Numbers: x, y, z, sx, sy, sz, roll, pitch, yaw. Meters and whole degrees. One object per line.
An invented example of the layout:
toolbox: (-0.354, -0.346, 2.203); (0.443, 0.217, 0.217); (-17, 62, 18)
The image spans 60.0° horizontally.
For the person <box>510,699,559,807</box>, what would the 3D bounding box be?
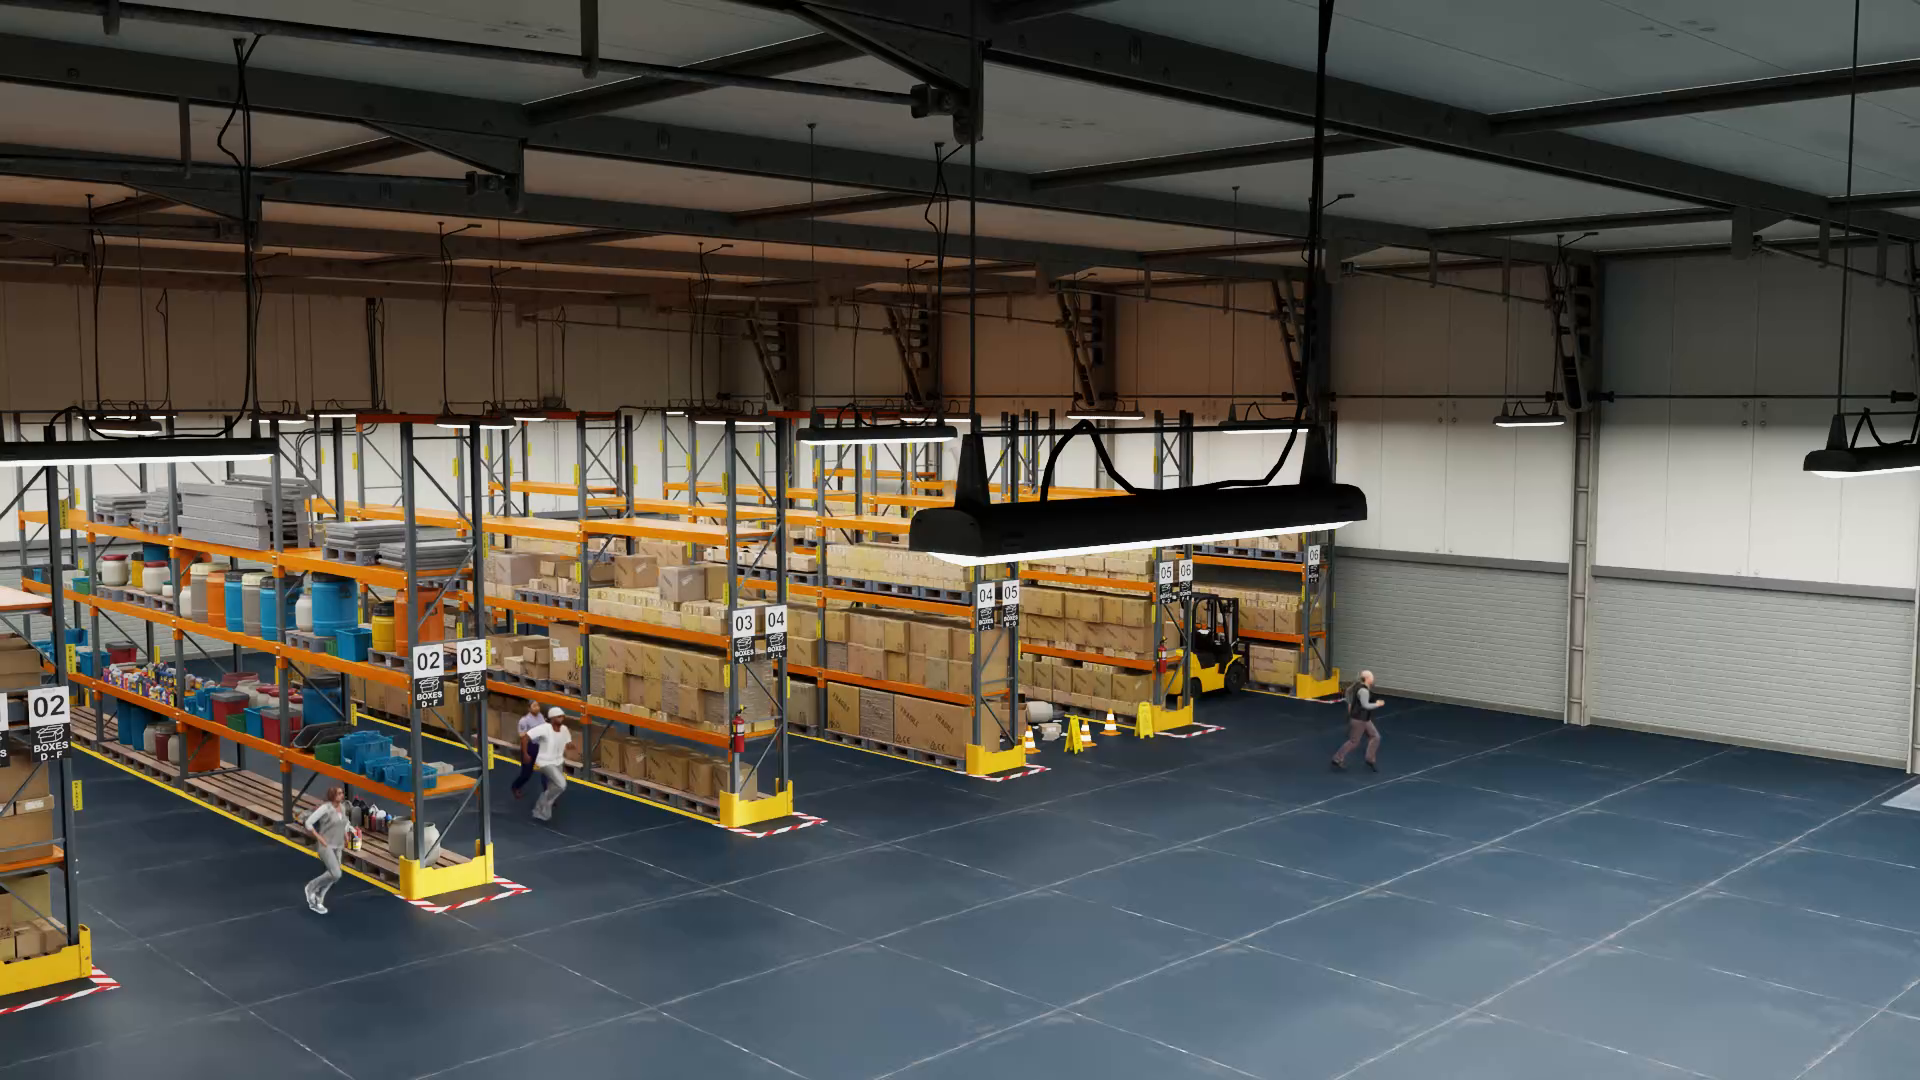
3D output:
person: (-6.572, 3.308, 25.692); (0.941, 1.543, 0.607); (4, 6, 40)

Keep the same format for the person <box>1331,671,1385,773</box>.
person: (6.685, 3.059, 27.921); (0.850, 1.761, 0.678); (1, 5, 10)

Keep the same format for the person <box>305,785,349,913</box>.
person: (-7.742, 3.792, 20.483); (0.517, 1.548, 0.525); (2, 5, 20)

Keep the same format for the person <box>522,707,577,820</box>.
person: (-6.032, 3.320, 24.617); (0.745, 1.707, 0.744); (3, 6, 29)
